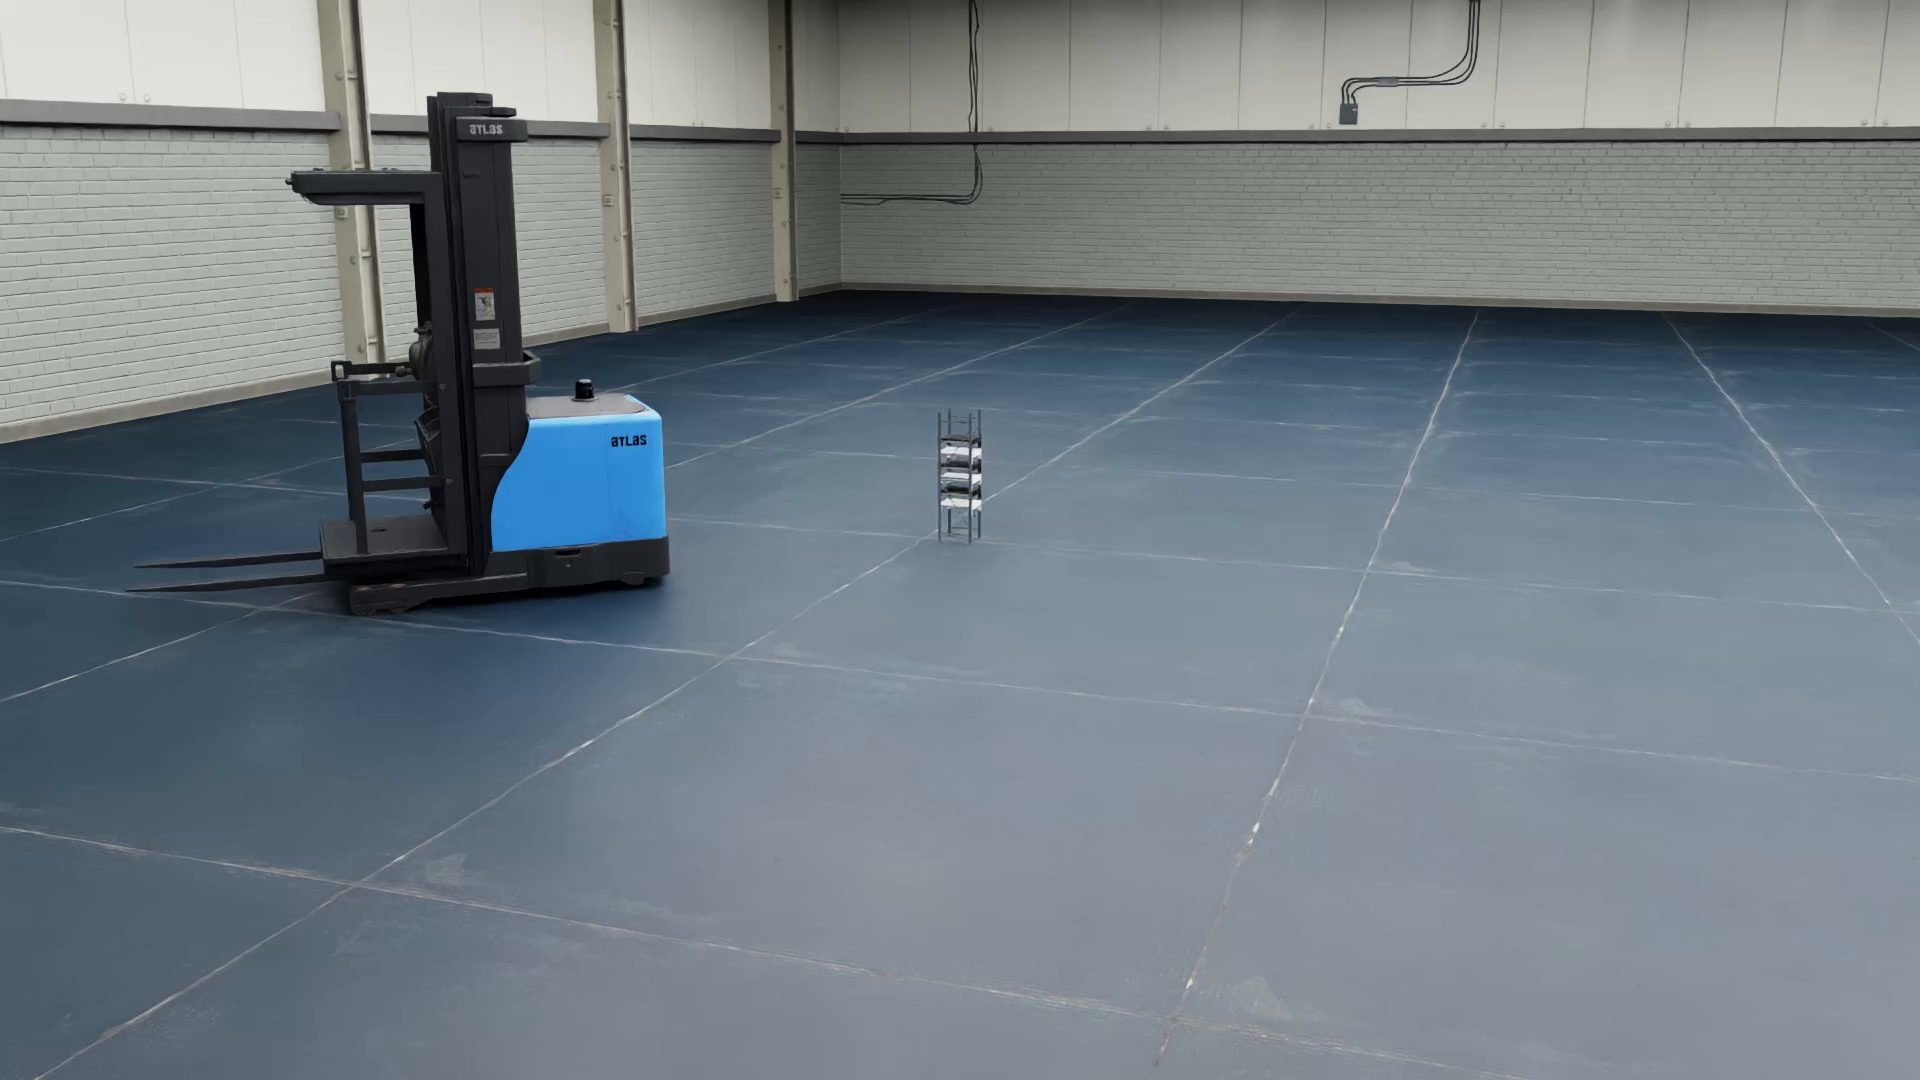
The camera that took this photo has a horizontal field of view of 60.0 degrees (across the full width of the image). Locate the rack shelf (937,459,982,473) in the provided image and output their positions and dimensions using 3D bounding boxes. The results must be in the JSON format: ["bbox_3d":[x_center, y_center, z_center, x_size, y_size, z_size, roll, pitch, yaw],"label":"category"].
[{"bbox_3d":[-0.003,-0.492,11.368,0.258,0.077,0.200,4,14,18],"label":"rack shelf"}]

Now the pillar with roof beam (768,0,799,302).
[{"bbox_3d":[0.837,-8.552,28.732,9.100,9.000,0.400,4,14,18],"label":"pillar with roof beam"}]

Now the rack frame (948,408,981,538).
[{"bbox_3d":[0.030,-0.458,11.474,0.240,0.900,0.006,4,14,18],"label":"rack frame"}]

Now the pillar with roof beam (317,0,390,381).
[{"bbox_3d":[-3.045,-6.025,17.662,9.100,9.000,0.400,4,14,18],"label":"pillar with roof beam"}]

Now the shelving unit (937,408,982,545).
[{"bbox_3d":[-0.003,-0.437,11.380,0.258,0.900,0.210,4,14,18],"label":"shelving unit"}]

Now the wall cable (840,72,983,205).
[{"bbox_3d":[-1.032,-7.873,32.736,3.097,2.526,0.112,4,14,18],"label":"wall cable"}]

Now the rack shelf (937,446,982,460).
[{"bbox_3d":[-0.003,-0.580,11.348,0.258,0.077,0.200,4,14,18],"label":"rack shelf"}]

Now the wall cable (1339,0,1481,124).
[{"bbox_3d":[7.946,-10.358,29.003,2.305,6.003,0.169,4,14,18],"label":"wall cable"}]

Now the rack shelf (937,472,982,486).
[{"bbox_3d":[-0.003,-0.405,11.388,0.258,0.077,0.200,4,14,18],"label":"rack shelf"}]

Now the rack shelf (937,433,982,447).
[{"bbox_3d":[-0.003,-0.668,11.328,0.258,0.077,0.200,4,14,18],"label":"rack shelf"}]

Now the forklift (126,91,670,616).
[{"bbox_3d":[-3.363,-1.125,9.828,3.031,2.935,1.130,-5,14,-22],"label":"forklift"}]

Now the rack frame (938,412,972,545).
[{"bbox_3d":[-0.036,-0.416,11.287,0.240,0.900,0.006,4,14,18],"label":"rack frame"}]

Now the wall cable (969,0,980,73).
[{"bbox_3d":[1.528,-10.140,31.320,3.097,2.526,0.112,4,14,18],"label":"wall cable"}]

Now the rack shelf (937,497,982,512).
[{"bbox_3d":[-0.003,-0.229,11.428,0.258,0.077,0.200,4,14,18],"label":"rack shelf"}]

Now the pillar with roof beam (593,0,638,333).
[{"bbox_3d":[-1.104,-7.288,23.197,9.100,9.000,0.400,4,14,18],"label":"pillar with roof beam"}]

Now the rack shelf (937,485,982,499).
[{"bbox_3d":[-0.003,-0.317,11.408,0.258,0.077,0.200,4,14,18],"label":"rack shelf"}]
